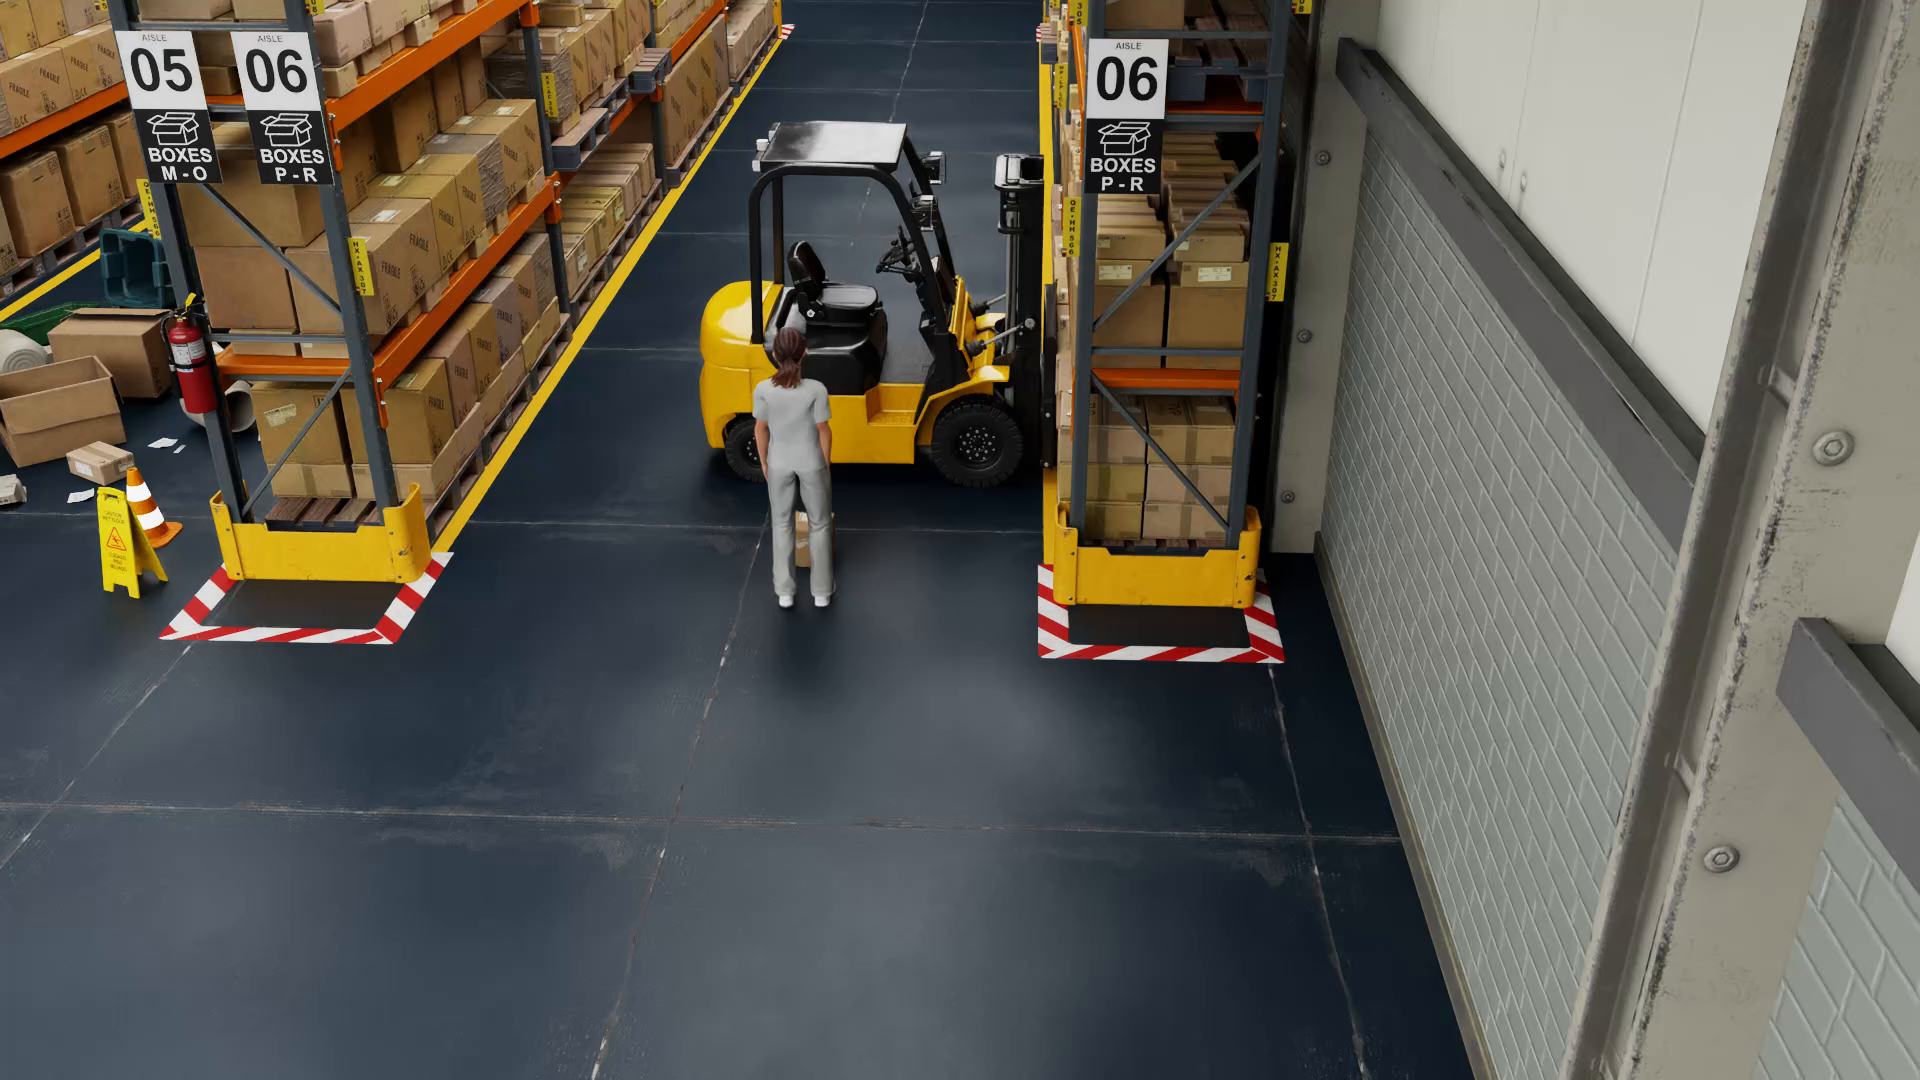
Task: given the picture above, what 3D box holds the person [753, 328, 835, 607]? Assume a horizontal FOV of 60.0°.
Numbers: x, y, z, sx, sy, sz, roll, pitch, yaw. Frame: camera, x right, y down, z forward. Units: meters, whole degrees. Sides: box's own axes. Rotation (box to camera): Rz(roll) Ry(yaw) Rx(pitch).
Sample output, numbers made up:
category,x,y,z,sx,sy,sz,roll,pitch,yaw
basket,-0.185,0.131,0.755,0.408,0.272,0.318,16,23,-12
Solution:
category,x,y,z,sx,sy,sz,roll,pitch,yaw
person,-0.929,-0.284,9.440,0.439,1.412,0.363,2,28,3
